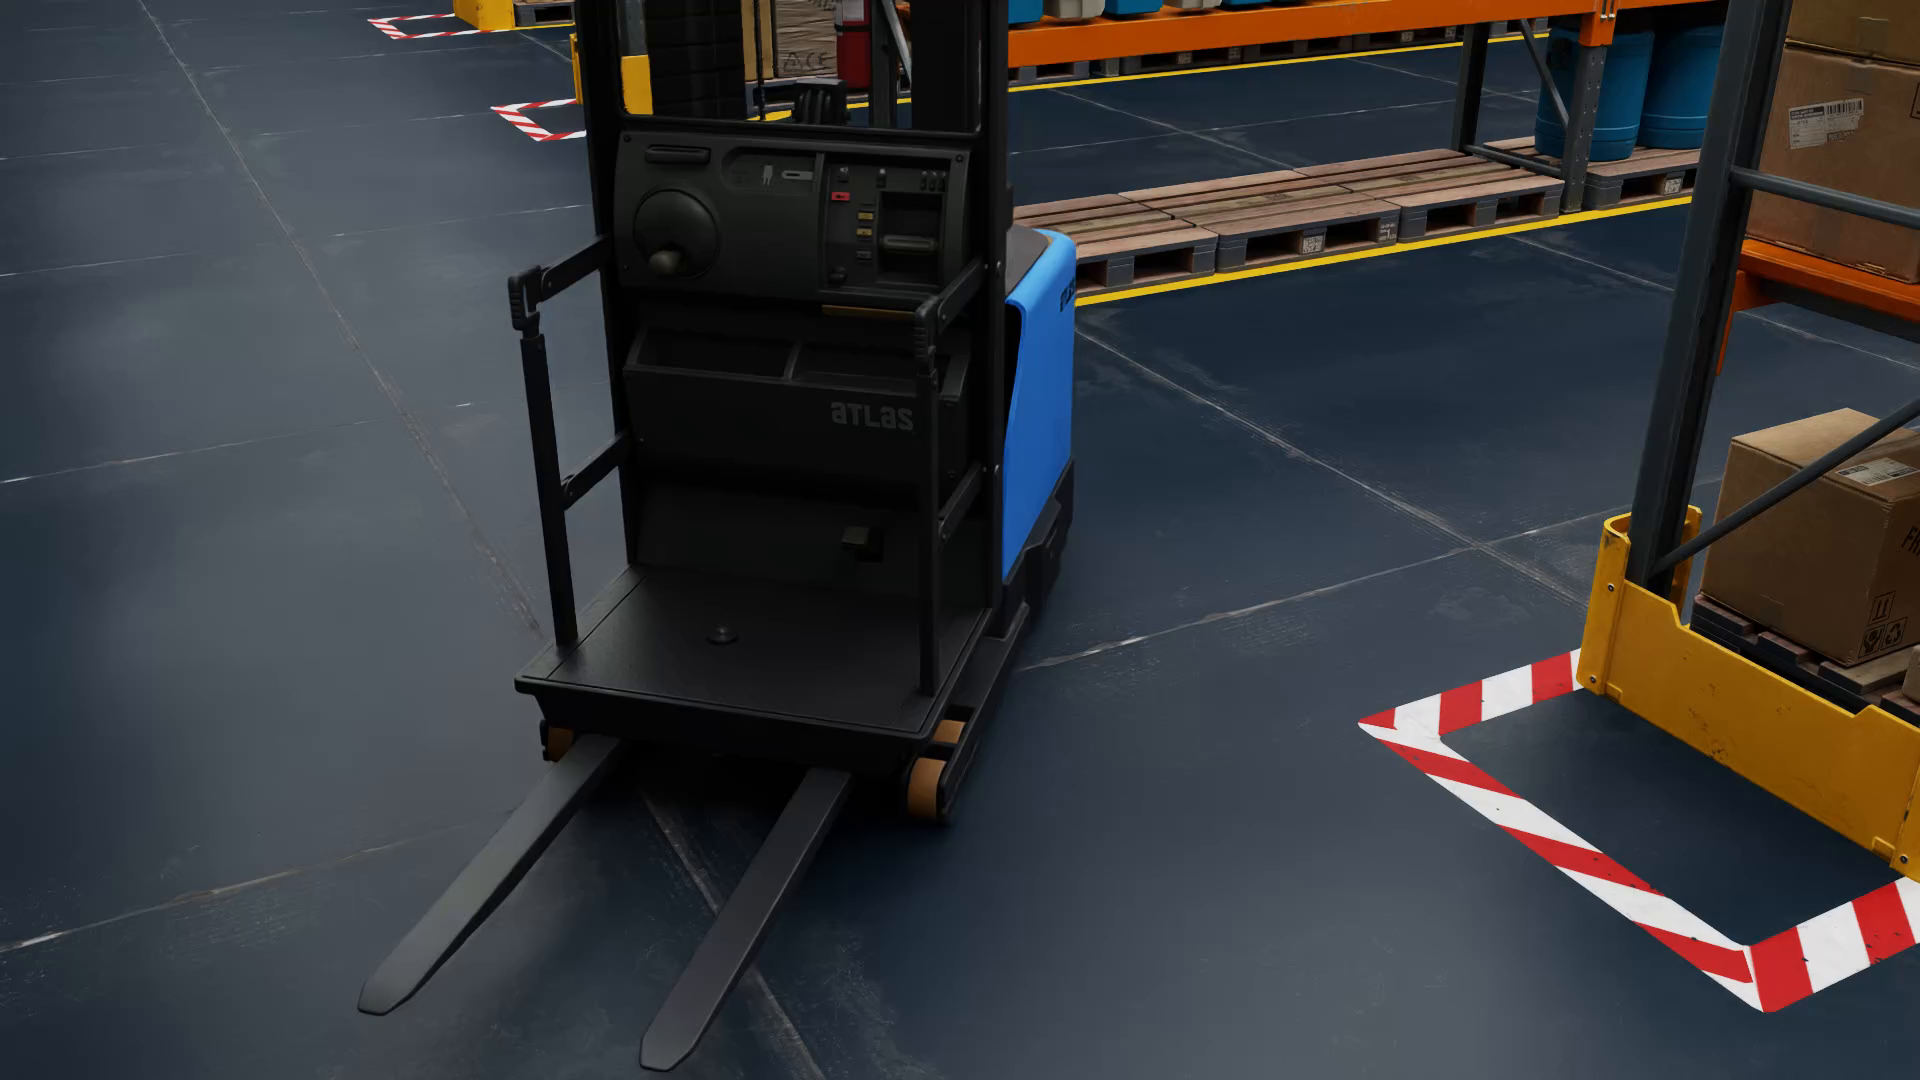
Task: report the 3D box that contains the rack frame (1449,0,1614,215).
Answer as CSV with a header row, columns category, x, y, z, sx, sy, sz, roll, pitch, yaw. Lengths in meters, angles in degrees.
category,x,y,z,sx,sy,sz,roll,pitch,yaw
rack frame,3.351,-3.453,9.476,0.127,3.000,1.000,-13,29,-25

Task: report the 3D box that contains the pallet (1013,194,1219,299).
category,x,y,z,sx,sy,sz,roll,pitch,yaw
pallet,0.568,-1.534,8.702,1.213,0.211,1.003,-13,29,-25

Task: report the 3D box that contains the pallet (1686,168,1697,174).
category,x,y,z,sx,sy,sz,roll,pitch,yaw
pallet,5.129,-2.587,10.895,1.213,0.211,1.003,-13,29,-25

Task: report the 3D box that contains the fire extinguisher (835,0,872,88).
category,x,y,z,sx,sy,sz,roll,pitch,yaw
fire extinguisher,-0.525,-2.578,8.174,0.183,0.674,0.296,-13,29,-25

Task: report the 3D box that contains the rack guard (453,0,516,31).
category,x,y,z,sx,sy,sz,roll,pitch,yaw
rack guard,-4.687,-5.333,16.280,0.348,0.500,1.175,-13,29,-25

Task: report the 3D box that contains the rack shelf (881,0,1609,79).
category,x,y,z,sx,sy,sz,roll,pitch,yaw
rack shelf,1.586,-2.721,8.783,4.000,0.370,1.077,-13,29,-25

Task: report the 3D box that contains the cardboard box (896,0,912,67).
category,x,y,z,sx,sy,sz,roll,pitch,yaw
cardboard box,-0.394,-4.289,13.186,0.875,0.875,0.875,-13,29,-25

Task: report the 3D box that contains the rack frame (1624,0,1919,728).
category,x,y,z,sx,sy,sz,roll,pitch,yaw
rack frame,2.149,-0.746,3.837,0.127,3.000,1.000,-13,29,-25

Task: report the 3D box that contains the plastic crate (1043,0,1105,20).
category,x,y,z,sx,sy,sz,roll,pitch,yaw
plastic crate,0.516,-2.505,7.736,0.298,0.136,0.250,-13,29,-25

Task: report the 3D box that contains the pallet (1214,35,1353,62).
category,x,y,z,sx,sy,sz,roll,pitch,yaw
pallet,2.744,-4.523,14.928,1.213,0.211,1.003,-13,29,-25

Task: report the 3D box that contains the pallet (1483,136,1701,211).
category,x,y,z,sx,sy,sz,roll,pitch,yaw
pallet,4.052,-2.337,10.374,1.213,0.211,1.003,-13,29,-25

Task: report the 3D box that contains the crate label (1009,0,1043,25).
category,x,y,z,sx,sy,sz,roll,pitch,yaw
crate label,0.194,-2.514,7.645,0.303,0.233,0.416,-13,29,-25

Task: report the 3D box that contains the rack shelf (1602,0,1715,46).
category,x,y,z,sx,sy,sz,roll,pitch,yaw
rack shelf,5.116,-3.536,10.480,4.000,0.370,1.077,-13,29,-25

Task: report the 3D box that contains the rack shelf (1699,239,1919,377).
category,x,y,z,sx,sy,sz,roll,pitch,yaw
rack shelf,3.914,-0.829,4.841,4.000,0.370,1.077,-13,29,-25

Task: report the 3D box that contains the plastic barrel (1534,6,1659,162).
category,x,y,z,sx,sy,sz,roll,pitch,yaw
plastic barrel,3.839,-2.800,10.056,0.708,0.901,0.600,-13,29,-25

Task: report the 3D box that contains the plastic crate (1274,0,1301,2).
category,x,y,z,sx,sy,sz,roll,pitch,yaw
plastic crate,1.621,-2.844,8.331,0.300,0.233,0.416,-13,29,-25

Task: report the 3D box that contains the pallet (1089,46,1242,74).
category,x,y,z,sx,sy,sz,roll,pitch,yaw
pallet,1.666,-4.273,14.406,1.213,0.211,1.003,-13,29,-25

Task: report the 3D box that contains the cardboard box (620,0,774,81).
category,x,y,z,sx,sy,sz,roll,pitch,yaw
cardboard box,-1.982,-3.922,12.423,0.875,0.875,0.875,-13,29,-25

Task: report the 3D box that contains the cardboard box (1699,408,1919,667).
category,x,y,z,sx,sy,sz,roll,pitch,yaw
cardboard box,2.513,-0.022,4.710,0.500,0.500,0.500,-13,29,-25

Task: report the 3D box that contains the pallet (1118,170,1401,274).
category,x,y,z,sx,sy,sz,roll,pitch,yaw
pallet,1.643,-1.781,9.215,1.213,0.211,1.003,-13,29,-25

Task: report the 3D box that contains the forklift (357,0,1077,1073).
category,x,y,z,sx,sy,sz,roll,pitch,yaw
forklift,-0.485,-0.786,4.001,1.130,2.935,3.031,7,26,13

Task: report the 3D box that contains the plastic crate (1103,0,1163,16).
category,x,y,z,sx,sy,sz,roll,pitch,yaw
plastic crate,0.775,-2.648,7.924,0.300,0.233,0.416,-13,29,-25

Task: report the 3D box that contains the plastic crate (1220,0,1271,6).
category,x,y,z,sx,sy,sz,roll,pitch,yaw
plastic crate,1.356,-2.782,8.204,0.300,0.233,0.416,-13,29,-25

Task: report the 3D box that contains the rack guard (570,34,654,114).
category,x,y,z,sx,sy,sz,roll,pitch,yaw
rack guard,-2.530,-3.398,12.250,0.348,0.500,1.175,-13,29,-25

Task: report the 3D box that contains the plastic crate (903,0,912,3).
category,x,y,z,sx,sy,sz,roll,pitch,yaw
plastic crate,0.029,-2.821,8.049,0.499,0.435,0.616,-13,29,-25

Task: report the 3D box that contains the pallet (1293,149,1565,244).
category,x,y,z,sx,sy,sz,roll,pitch,yaw
pallet,2.721,-2.031,9.737,1.213,0.211,1.003,-13,29,-25

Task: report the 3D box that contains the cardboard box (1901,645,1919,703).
category,x,y,z,sx,sy,sz,roll,pitch,yaw
cardboard box,2.680,0.387,4.263,0.250,0.149,0.380,-13,29,-25

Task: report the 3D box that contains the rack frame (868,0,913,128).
category,x,y,z,sx,sy,sz,roll,pitch,yaw
rack frame,-0.178,-2.638,7.779,0.127,3.000,1.000,-13,29,-25

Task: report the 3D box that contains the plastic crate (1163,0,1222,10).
category,x,y,z,sx,sy,sz,roll,pitch,yaw
plastic crate,1.115,-2.643,8.024,0.298,0.136,0.250,-13,29,-25

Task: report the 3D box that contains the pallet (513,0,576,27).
category,x,y,z,sx,sy,sz,roll,pitch,yaw
pallet,-3.953,-5.355,16.659,1.213,0.211,1.003,-13,29,-25

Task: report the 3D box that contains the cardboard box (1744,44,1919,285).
category,x,y,z,sx,sy,sz,roll,pitch,yaw
cardboard box,2.416,-0.986,4.222,0.500,0.500,0.500,-12,28,-24

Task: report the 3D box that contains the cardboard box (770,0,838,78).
category,x,y,z,sx,sy,sz,roll,pitch,yaw
cardboard box,-1.179,-4.107,12.809,0.875,0.875,0.875,-13,29,-25

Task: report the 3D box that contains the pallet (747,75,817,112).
category,x,y,z,sx,sy,sz,roll,pitch,yaw
pallet,-1.840,-3.465,12.724,1.213,0.211,1.003,-13,29,-25

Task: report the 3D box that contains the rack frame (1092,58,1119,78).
category,x,y,z,sx,sy,sz,roll,pitch,yaw
rack frame,1.021,-5.344,13.416,0.127,3.000,1.000,-13,29,-25

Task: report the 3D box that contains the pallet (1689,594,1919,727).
category,x,y,z,sx,sy,sz,roll,pitch,yaw
pallet,2.919,0.333,4.812,1.213,0.211,1.003,-13,29,-25

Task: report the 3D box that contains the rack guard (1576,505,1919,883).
category,x,y,z,sx,sy,sz,roll,pitch,yaw
rack guard,2.216,0.366,4.411,0.348,0.500,1.175,-13,29,-25

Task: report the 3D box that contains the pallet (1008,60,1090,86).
category,x,y,z,sx,sy,sz,roll,pitch,yaw
pallet,0.313,-3.962,13.759,1.213,0.211,1.003,-13,29,-25

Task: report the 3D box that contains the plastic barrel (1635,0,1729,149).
category,x,y,z,sx,sy,sz,roll,pitch,yaw
plastic barrel,4.464,-2.945,10.357,0.708,0.901,0.600,-13,29,-25

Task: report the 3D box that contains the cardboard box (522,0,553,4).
category,x,y,z,sx,sy,sz,roll,pitch,yaw
cardboard box,-4.141,-5.333,16.201,0.250,0.149,0.380,-12,28,-24

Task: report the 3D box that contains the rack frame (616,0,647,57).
category,x,y,z,sx,sy,sz,roll,pitch,yaw
rack frame,-2.509,-4.530,11.719,0.127,3.000,1.000,-13,29,-25

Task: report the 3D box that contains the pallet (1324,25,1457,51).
category,x,y,z,sx,sy,sz,roll,pitch,yaw
pallet,3.819,-4.770,15.441,1.213,0.211,1.003,-13,29,-25

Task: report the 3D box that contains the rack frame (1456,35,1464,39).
category,x,y,z,sx,sy,sz,roll,pitch,yaw
rack frame,4.550,-6.159,15.112,0.127,3.000,1.000,-13,29,-25

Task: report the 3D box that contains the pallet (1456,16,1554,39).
category,x,y,z,sx,sy,sz,roll,pitch,yaw
pallet,5.240,-5.061,16.046,1.213,0.211,1.003,-13,29,-25

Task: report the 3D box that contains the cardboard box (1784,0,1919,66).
category,x,y,z,sx,sy,sz,roll,pitch,yaw
cardboard box,2.413,-1.437,4.007,0.500,0.500,0.500,-13,29,-26

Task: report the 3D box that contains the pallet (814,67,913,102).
category,x,y,z,sx,sy,sz,roll,pitch,yaw
pallet,-0.765,-3.712,13.238,1.213,0.211,1.003,-13,29,-25
